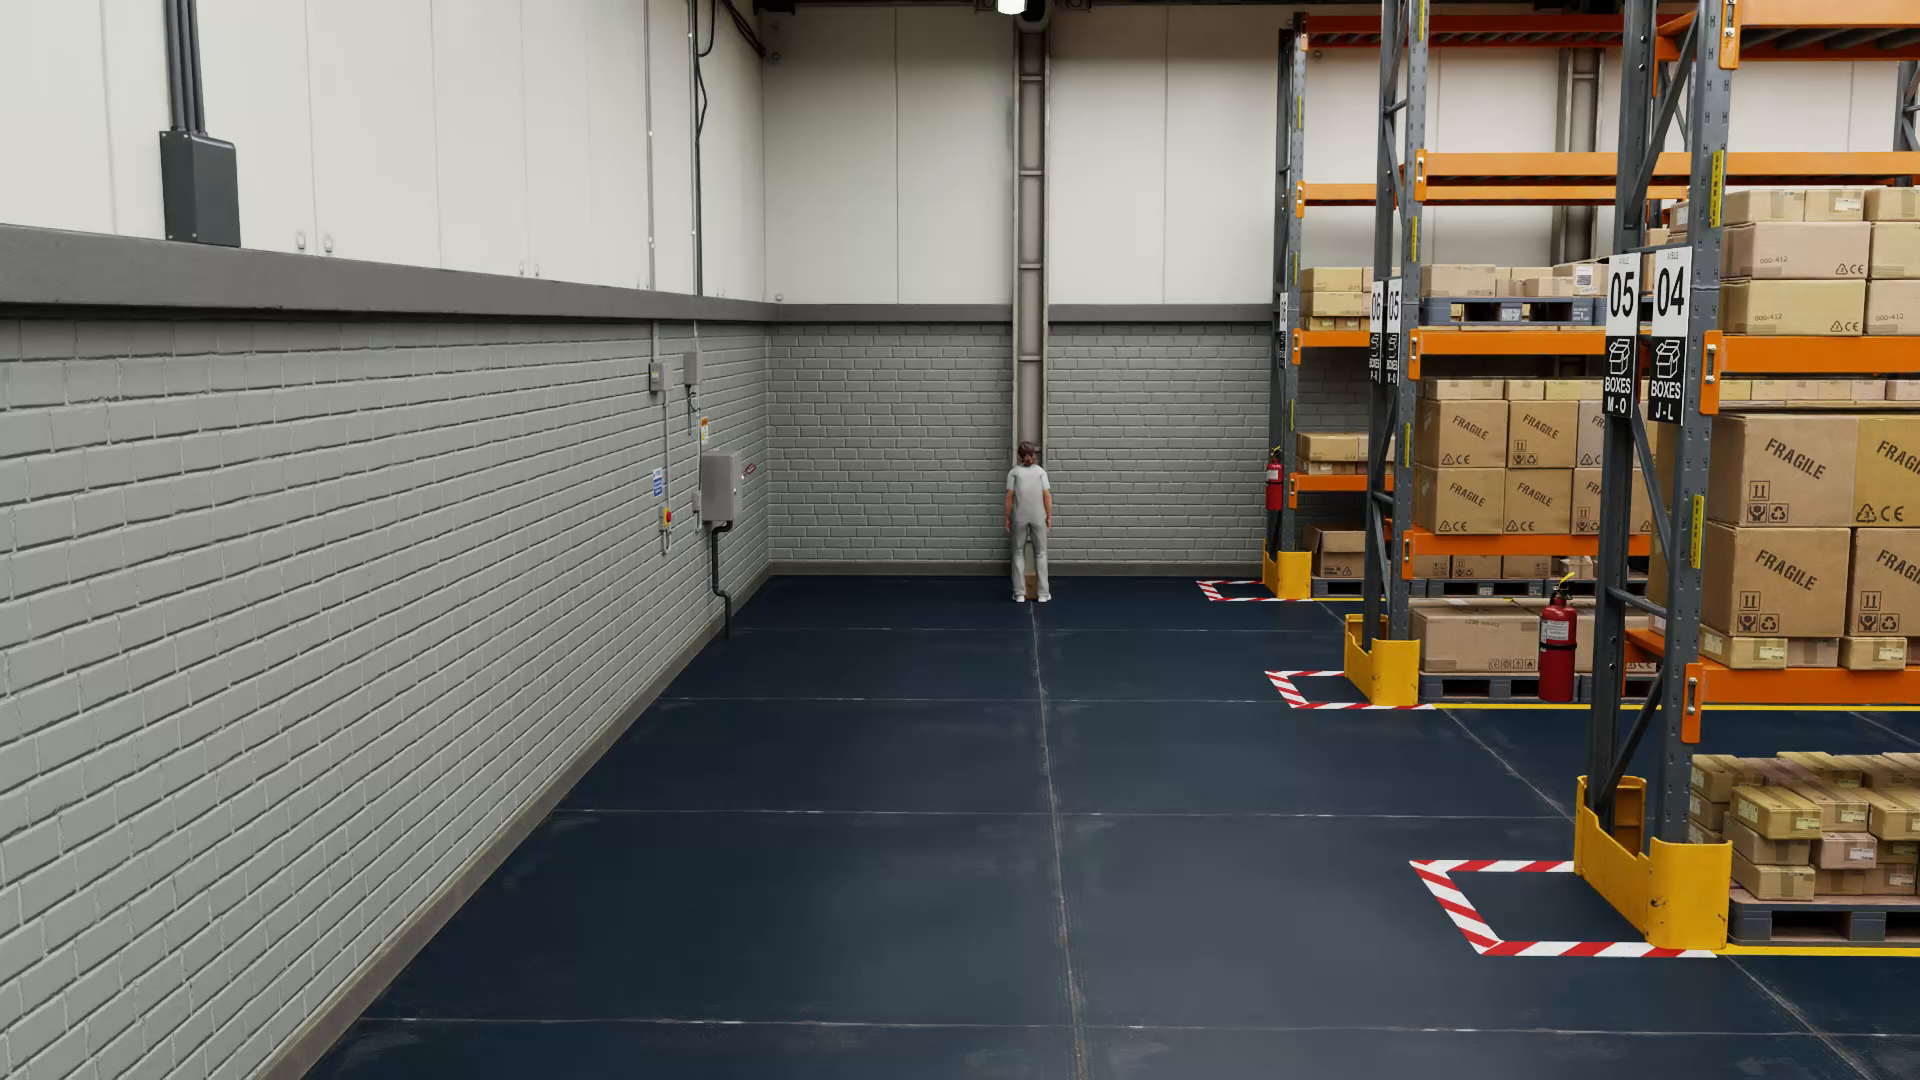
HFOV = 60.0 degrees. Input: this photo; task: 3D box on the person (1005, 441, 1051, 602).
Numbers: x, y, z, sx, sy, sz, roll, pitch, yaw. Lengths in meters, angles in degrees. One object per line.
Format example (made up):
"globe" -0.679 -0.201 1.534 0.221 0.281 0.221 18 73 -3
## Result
"person" 0.713 -0.193 17.292 0.499 1.671 0.364 0 7 -1
